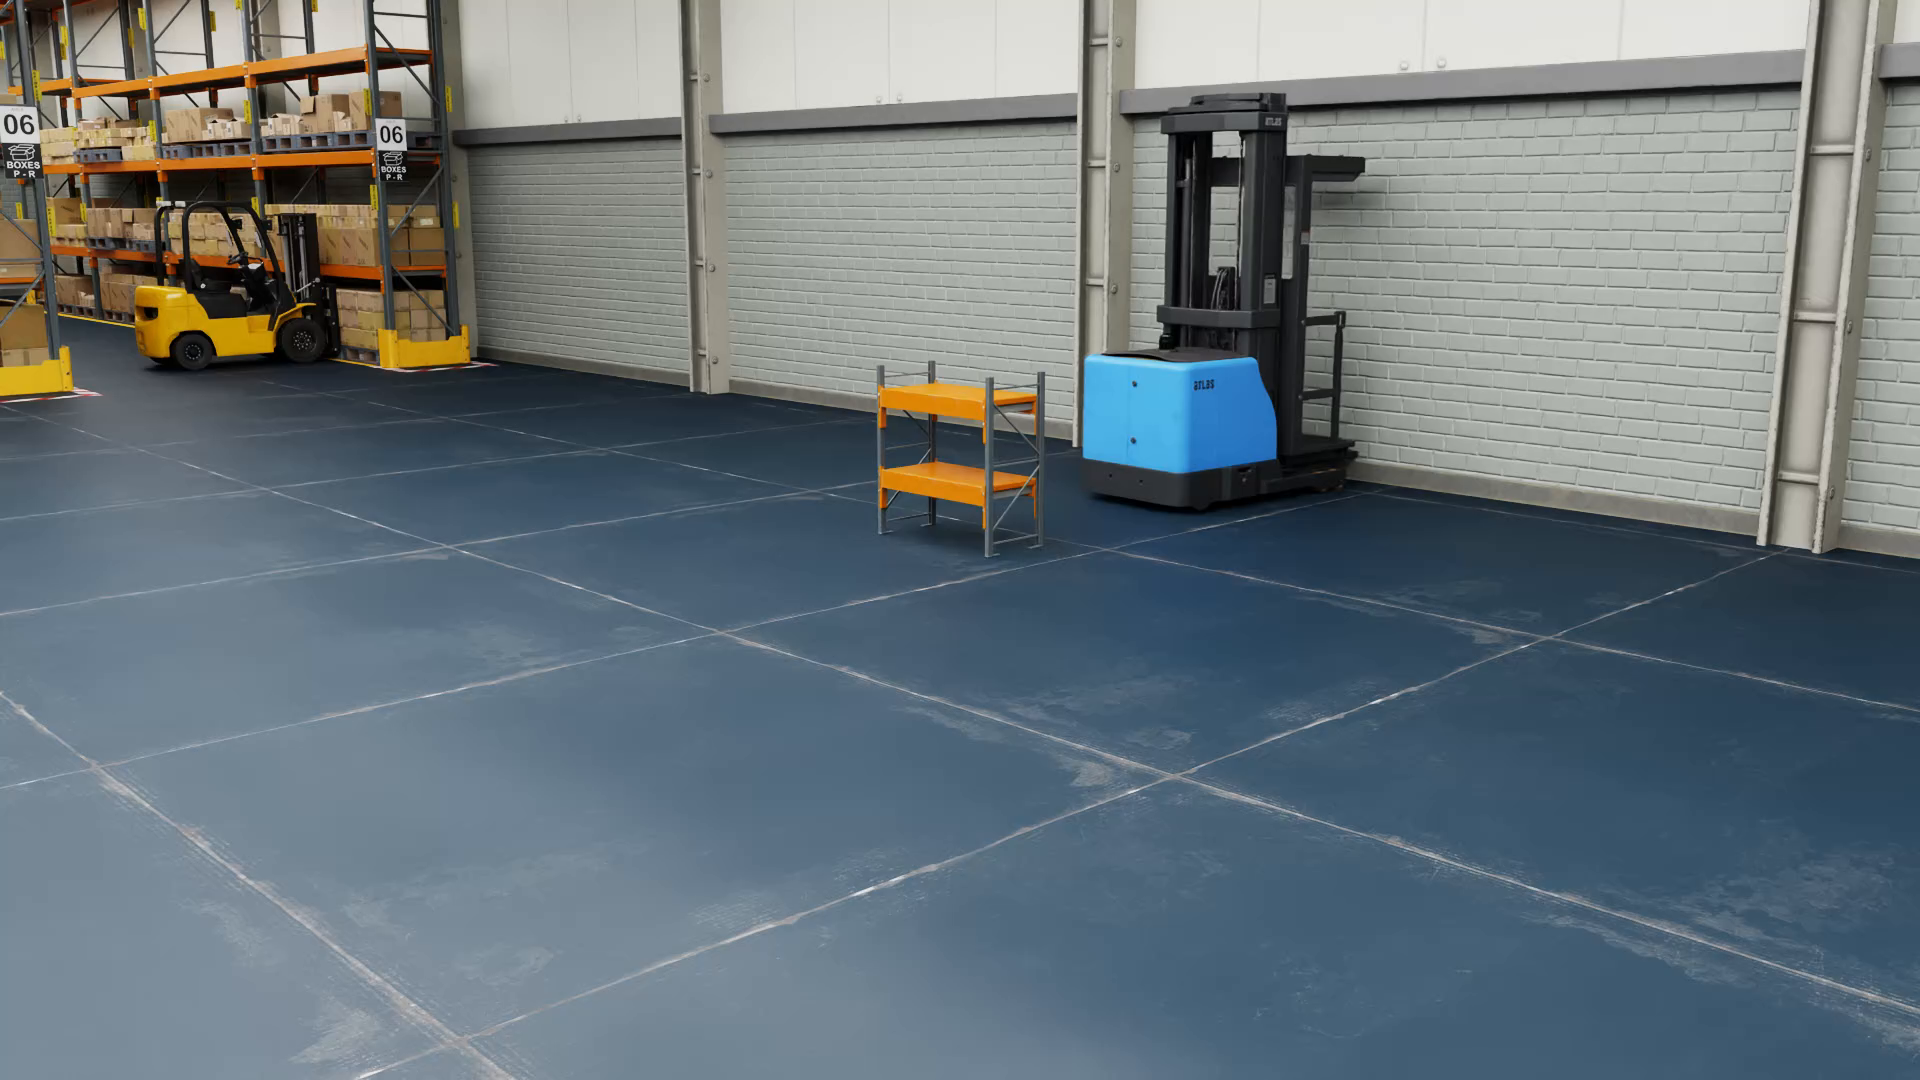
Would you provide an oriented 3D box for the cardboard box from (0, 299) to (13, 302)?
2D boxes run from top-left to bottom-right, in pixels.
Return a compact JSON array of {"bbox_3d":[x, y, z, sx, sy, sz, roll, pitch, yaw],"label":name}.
[{"bbox_3d":[-11.863,-2.676,20.383,0.500,0.500,0.500,-10,16,-41],"label":"cardboard box"}]

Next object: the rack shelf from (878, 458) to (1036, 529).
[{"bbox_3d":[-0.005,-0.312,10.852,0.538,0.278,1.000,-11,16,-43],"label":"rack shelf"}]

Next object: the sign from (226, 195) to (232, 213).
[{"bbox_3d":[-12.323,-5.645,28.008,0.100,0.325,0.005,-11,16,-43],"label":"sign"}]

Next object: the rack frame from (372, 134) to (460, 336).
[{"bbox_3d":[-7.197,-3.832,22.080,1.000,3.000,0.127,-11,16,-43],"label":"rack frame"}]

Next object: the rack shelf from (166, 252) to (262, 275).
[{"bbox_3d":[-11.341,-4.356,26.403,1.077,0.370,4.000,-11,16,-43],"label":"rack shelf"}]

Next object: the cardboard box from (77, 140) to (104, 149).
[{"bbox_3d":[-15.566,-7.086,29.770,0.380,0.149,0.250,-11,16,-42],"label":"cardboard box"}]

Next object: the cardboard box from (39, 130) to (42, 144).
[{"bbox_3d":[-17.427,-7.706,31.842,0.500,0.250,0.500,-11,16,-43],"label":"cardboard box"}]

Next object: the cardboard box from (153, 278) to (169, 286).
[{"bbox_3d":[-13.457,-4.371,28.242,0.250,0.149,0.380,11,16,42],"label":"cardboard box"}]

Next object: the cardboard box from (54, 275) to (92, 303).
[{"bbox_3d":[-17.331,-4.916,32.495,0.700,0.500,0.500,-10,15,-40],"label":"cardboard box"}]

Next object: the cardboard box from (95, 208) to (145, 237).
[{"bbox_3d":[-14.954,-5.661,29.667,0.700,0.500,0.500,-11,16,-42],"label":"cardboard box"}]

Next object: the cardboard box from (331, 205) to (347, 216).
[{"bbox_3d":[-8.368,-4.503,22.742,0.380,0.149,0.250,-10,16,-41],"label":"cardboard box"}]

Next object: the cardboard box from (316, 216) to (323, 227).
[{"bbox_3d":[-8.876,-4.471,23.325,0.380,0.149,0.250,-11,16,-44],"label":"cardboard box"}]

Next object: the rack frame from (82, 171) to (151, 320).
[{"bbox_3d":[-15.484,-5.584,30.580,1.000,3.000,0.127,-11,16,-43],"label":"rack frame"}]

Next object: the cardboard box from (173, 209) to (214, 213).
[{"bbox_3d":[-12.964,-5.352,28.165,0.500,0.500,0.500,-10,15,-40],"label":"cardboard box"}]

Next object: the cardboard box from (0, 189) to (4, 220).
[{"bbox_3d":[-11.295,-3.869,18.793,0.500,0.500,0.700,11,16,44],"label":"cardboard box"}]

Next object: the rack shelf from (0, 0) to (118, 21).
[{"bbox_3d":[-16.865,-10.089,31.129,1.077,0.370,4.000,-11,16,-43],"label":"rack shelf"}]

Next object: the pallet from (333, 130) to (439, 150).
[{"bbox_3d":[-7.667,-5.365,22.305,1.003,0.211,1.213,-11,16,-43],"label":"pallet"}]

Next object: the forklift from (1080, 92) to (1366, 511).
[{"bbox_3d":[2.343,-1.867,12.710,3.031,2.935,1.130,-10,15,-40],"label":"forklift"}]

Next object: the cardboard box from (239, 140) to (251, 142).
[{"bbox_3d":[-11.196,-6.309,25.959,0.380,0.166,0.250,-11,16,-43],"label":"cardboard box"}]

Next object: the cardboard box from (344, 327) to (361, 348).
[{"bbox_3d":[-8.087,-2.790,22.793,0.500,0.250,0.500,-11,16,-43],"label":"cardboard box"}]

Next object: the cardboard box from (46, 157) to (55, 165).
[{"bbox_3d":[-17.031,-7.162,31.429,0.380,0.149,0.250,-10,16,-41],"label":"cardboard box"}]

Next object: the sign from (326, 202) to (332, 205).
[{"bbox_3d":[-9.559,-4.957,25.195,0.100,0.325,0.005,-11,16,-43],"label":"sign"}]

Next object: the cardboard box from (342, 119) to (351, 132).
[{"bbox_3d":[-7.989,-5.512,22.132,0.250,0.149,0.380,11,16,44],"label":"cardboard box"}]

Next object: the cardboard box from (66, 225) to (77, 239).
[{"bbox_3d":[-16.369,-5.767,31.106,0.500,0.250,0.500,-11,16,-42],"label":"cardboard box"}]

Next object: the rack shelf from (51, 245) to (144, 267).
[{"bbox_3d":[-16.865,-5.523,32.070,1.077,0.370,4.000,-11,16,-43],"label":"rack shelf"}]

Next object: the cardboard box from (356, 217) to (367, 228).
[{"bbox_3d":[-7.837,-4.244,22.221,0.380,0.149,0.250,-11,16,-42],"label":"cardboard box"}]

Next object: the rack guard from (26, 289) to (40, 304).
[{"bbox_3d":[-18.194,-4.932,33.612,1.175,0.500,0.348,-11,16,-43],"label":"rack guard"}]

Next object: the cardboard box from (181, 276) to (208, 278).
[{"bbox_3d":[-13.250,-4.486,28.800,0.380,0.149,0.250,-11,16,-42],"label":"cardboard box"}]

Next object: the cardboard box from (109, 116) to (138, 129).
[{"bbox_3d":[-15.017,-7.464,29.844,0.396,0.266,0.258,-11,16,-43],"label":"cardboard box"}]

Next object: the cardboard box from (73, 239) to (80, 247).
[{"bbox_3d":[-16.280,-5.542,30.998,0.380,0.149,0.250,-10,16,-41],"label":"cardboard box"}]

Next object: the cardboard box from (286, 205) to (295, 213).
[{"bbox_3d":[-9.422,-4.727,23.831,0.380,0.149,0.250,-10,16,-41],"label":"cardboard box"}]

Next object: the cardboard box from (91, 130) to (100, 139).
[{"bbox_3d":[-15.018,-7.120,29.199,0.380,0.149,0.250,-11,16,-43],"label":"cardboard box"}]

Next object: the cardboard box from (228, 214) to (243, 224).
[{"bbox_3d":[-10.956,-4.900,25.406,0.250,0.149,0.380,11,16,43],"label":"cardboard box"}]

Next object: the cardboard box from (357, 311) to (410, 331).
[{"bbox_3d":[-7.759,-2.964,22.398,0.500,0.250,0.500,-11,16,-43],"label":"cardboard box"}]

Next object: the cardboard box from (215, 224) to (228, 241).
[{"bbox_3d":[-11.193,-4.773,25.779,0.500,0.250,0.500,-10,16,-41],"label":"cardboard box"}]

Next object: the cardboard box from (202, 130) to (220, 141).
[{"bbox_3d":[-11.471,-6.248,25.703,0.380,0.149,0.250,-11,16,-43],"label":"cardboard box"}]

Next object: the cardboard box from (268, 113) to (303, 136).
[{"bbox_3d":[-9.561,-5.941,23.813,0.500,0.311,0.500,-10,16,-41],"label":"cardboard box"}]

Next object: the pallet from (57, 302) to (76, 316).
[{"bbox_3d":[-16.804,-4.496,32.213,1.003,0.211,1.213,-11,16,-43],"label":"pallet"}]

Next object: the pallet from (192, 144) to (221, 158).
[{"bbox_3d":[-11.414,-6.127,26.253,1.003,0.211,1.213,-10,15,-40],"label":"pallet"}]

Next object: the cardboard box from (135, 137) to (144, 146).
[{"bbox_3d":[-13.672,-6.722,28.054,0.380,0.149,0.250,-11,16,-43],"label":"cardboard box"}]

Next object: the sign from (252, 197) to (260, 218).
[{"bbox_3d":[-10.345,-4.868,24.431,0.100,0.325,0.005,-11,16,-43],"label":"sign"}]

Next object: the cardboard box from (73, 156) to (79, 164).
[{"bbox_3d":[-15.946,-6.941,30.358,0.380,0.149,0.250,-11,16,-43],"label":"cardboard box"}]

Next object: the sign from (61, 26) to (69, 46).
[{"bbox_3d":[-15.889,-8.945,29.519,0.100,0.325,0.005,-11,16,-43],"label":"sign"}]

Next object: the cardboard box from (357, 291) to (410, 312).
[{"bbox_3d":[-7.741,-3.205,22.329,0.500,0.250,0.500,-10,15,-41],"label":"cardboard box"}]

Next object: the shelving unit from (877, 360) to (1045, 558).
[{"bbox_3d":[-0.005,-0.552,10.803,0.538,1.125,1.048,-11,16,-43],"label":"shelving unit"}]

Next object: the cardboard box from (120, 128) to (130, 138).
[{"bbox_3d":[-14.069,-6.935,28.352,0.380,0.149,0.250,-11,16,-42],"label":"cardboard box"}]

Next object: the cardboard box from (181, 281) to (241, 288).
[{"bbox_3d":[-12.301,-3.950,27.493,0.875,0.625,0.625,-10,15,-41],"label":"cardboard box"}]

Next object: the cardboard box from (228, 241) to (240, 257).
[{"bbox_3d":[-10.848,-4.452,25.461,0.500,0.250,0.500,-11,16,-43],"label":"cardboard box"}]

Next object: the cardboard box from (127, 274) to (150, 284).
[{"bbox_3d":[-14.482,-4.612,29.408,0.380,0.149,0.250,-10,15,-41],"label":"cardboard box"}]

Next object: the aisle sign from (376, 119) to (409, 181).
[{"bbox_3d":[-7.364,-5.055,21.572,0.394,0.787,0.004,-11,16,-43],"label":"aisle sign"}]

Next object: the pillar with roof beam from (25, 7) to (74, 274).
[{"bbox_3d":[-22.570,-9.025,32.416,9.100,9.000,0.548,-11,16,-43],"label":"pillar with roof beam"}]

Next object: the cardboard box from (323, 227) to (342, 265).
[{"bbox_3d":[-8.433,-4.068,22.977,0.500,0.500,0.500,-11,16,-44],"label":"cardboard box"}]

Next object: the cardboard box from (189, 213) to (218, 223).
[{"bbox_3d":[-12.144,-5.170,26.717,0.380,0.149,0.250,-11,16,-42],"label":"cardboard box"}]

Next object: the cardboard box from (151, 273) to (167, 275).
[{"bbox_3d":[-14.315,-4.716,29.915,0.380,0.149,0.250,-10,16,-41],"label":"cardboard box"}]

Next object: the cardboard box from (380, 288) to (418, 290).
[{"bbox_3d":[-7.740,-3.350,23.034,0.500,0.250,0.500,-11,16,-42],"label":"cardboard box"}]
